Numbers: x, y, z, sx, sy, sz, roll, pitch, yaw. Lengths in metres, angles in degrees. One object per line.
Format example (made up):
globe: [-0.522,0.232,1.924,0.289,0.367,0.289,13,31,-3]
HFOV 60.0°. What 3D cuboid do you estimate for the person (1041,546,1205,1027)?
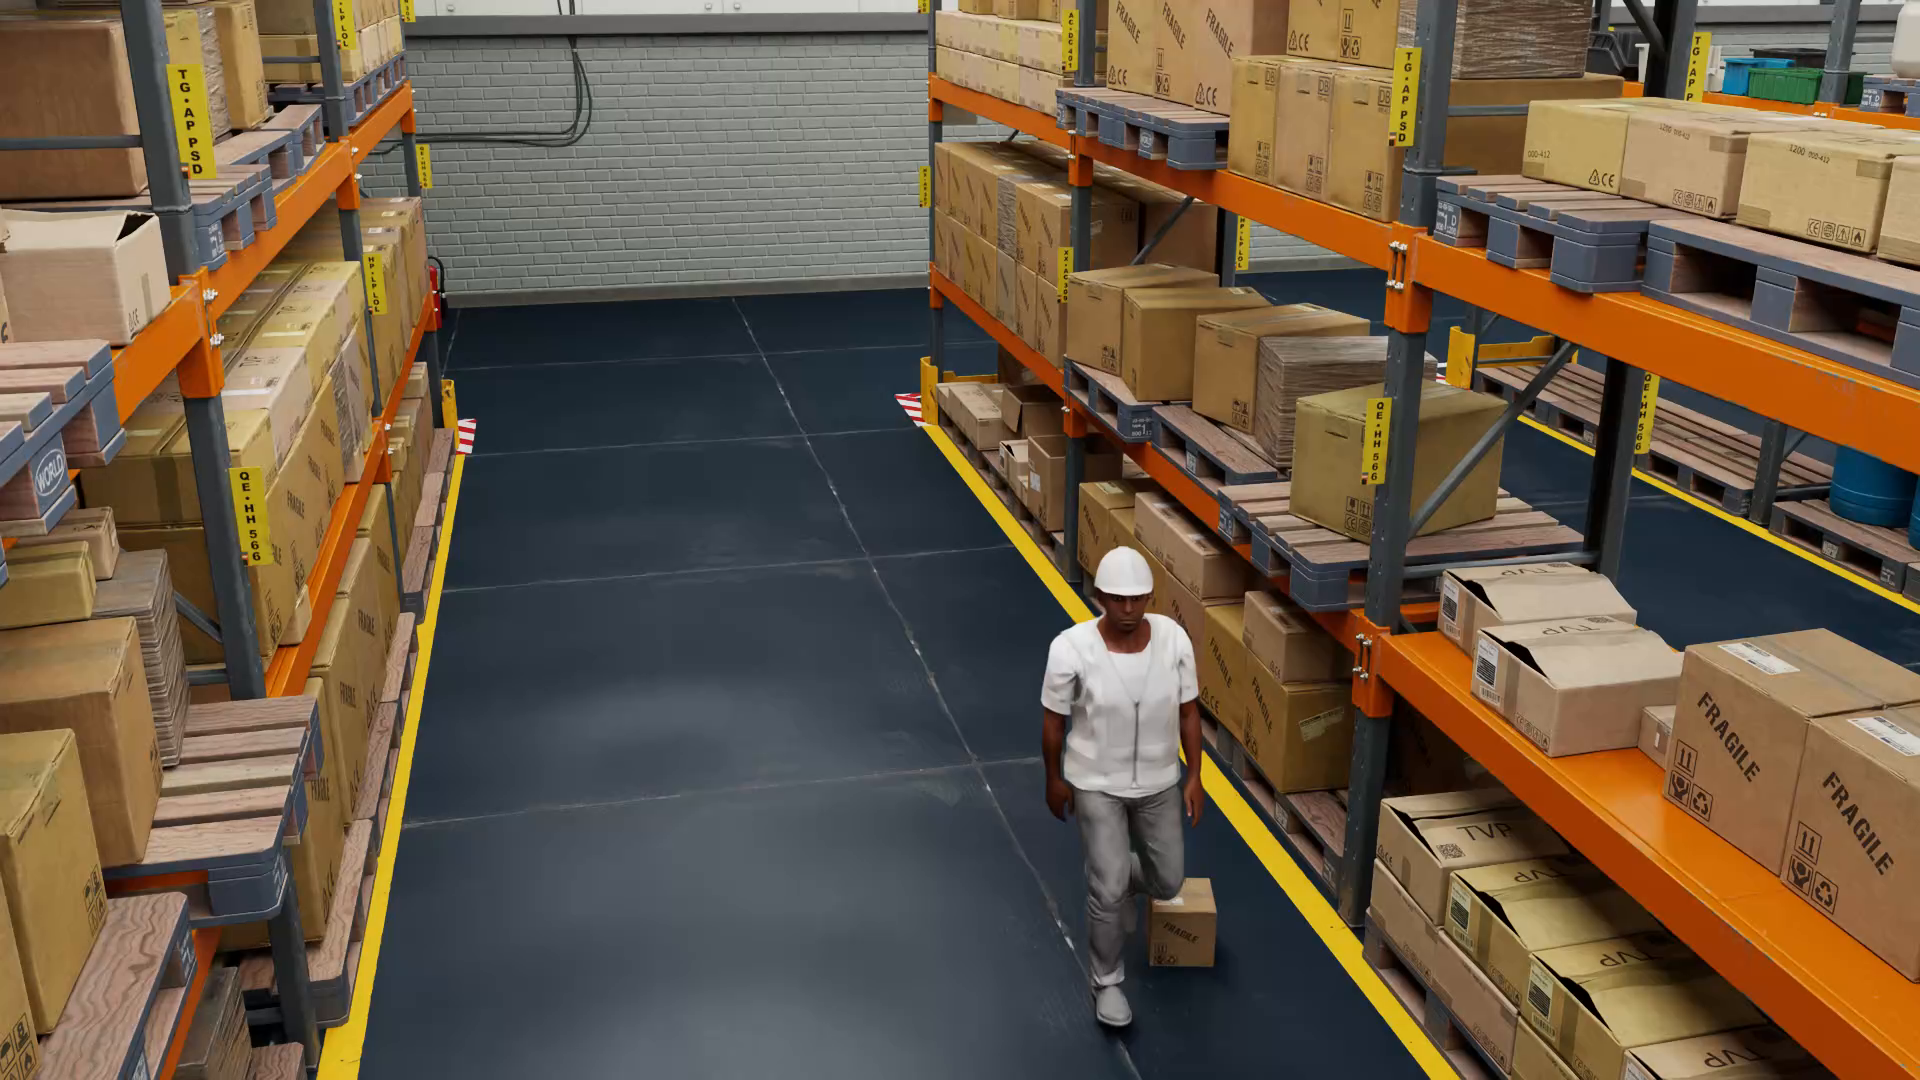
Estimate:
person: [0.587,0.852,6.066,0.579,1.749,0.706,-4,20,-12]
